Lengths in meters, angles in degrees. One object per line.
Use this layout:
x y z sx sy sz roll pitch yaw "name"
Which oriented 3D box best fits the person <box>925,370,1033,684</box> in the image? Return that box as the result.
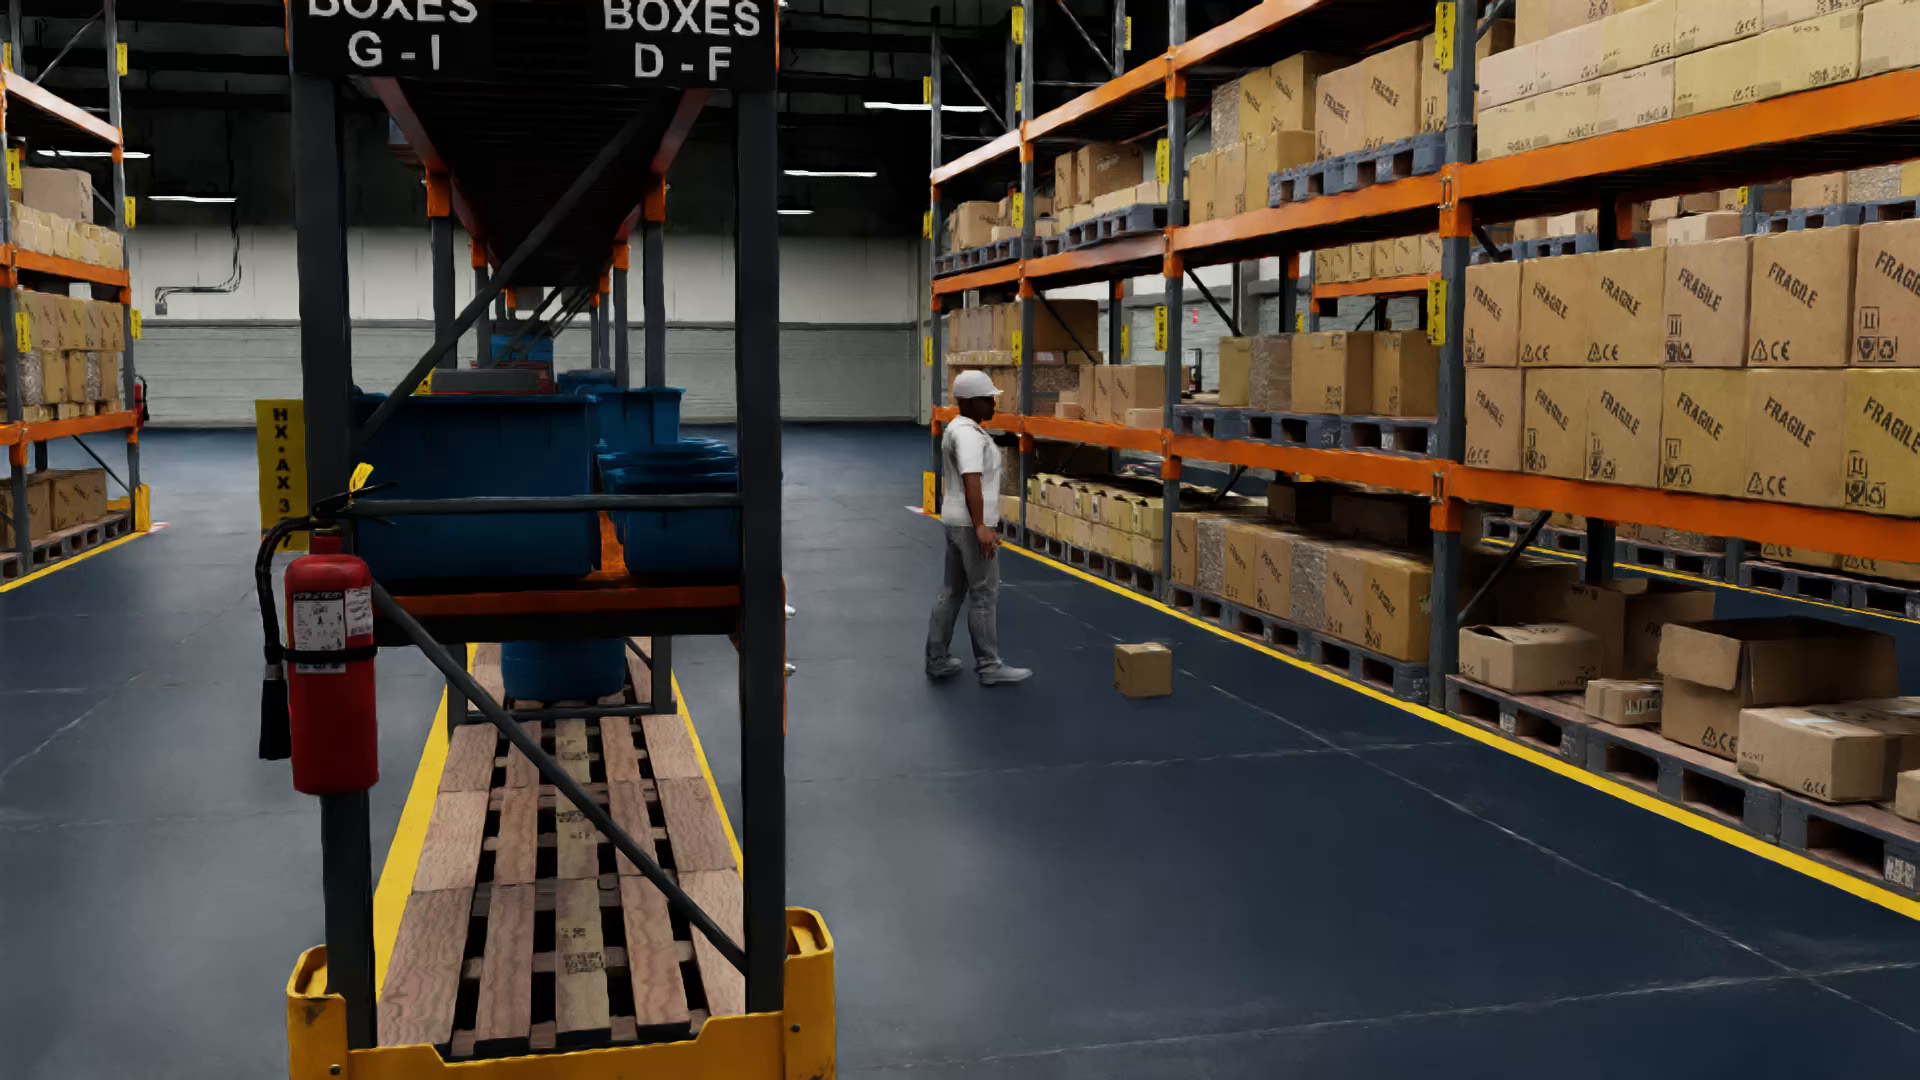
0.109 -0.074 9.432 0.582 1.768 0.738 -1 6 -10 "person"
